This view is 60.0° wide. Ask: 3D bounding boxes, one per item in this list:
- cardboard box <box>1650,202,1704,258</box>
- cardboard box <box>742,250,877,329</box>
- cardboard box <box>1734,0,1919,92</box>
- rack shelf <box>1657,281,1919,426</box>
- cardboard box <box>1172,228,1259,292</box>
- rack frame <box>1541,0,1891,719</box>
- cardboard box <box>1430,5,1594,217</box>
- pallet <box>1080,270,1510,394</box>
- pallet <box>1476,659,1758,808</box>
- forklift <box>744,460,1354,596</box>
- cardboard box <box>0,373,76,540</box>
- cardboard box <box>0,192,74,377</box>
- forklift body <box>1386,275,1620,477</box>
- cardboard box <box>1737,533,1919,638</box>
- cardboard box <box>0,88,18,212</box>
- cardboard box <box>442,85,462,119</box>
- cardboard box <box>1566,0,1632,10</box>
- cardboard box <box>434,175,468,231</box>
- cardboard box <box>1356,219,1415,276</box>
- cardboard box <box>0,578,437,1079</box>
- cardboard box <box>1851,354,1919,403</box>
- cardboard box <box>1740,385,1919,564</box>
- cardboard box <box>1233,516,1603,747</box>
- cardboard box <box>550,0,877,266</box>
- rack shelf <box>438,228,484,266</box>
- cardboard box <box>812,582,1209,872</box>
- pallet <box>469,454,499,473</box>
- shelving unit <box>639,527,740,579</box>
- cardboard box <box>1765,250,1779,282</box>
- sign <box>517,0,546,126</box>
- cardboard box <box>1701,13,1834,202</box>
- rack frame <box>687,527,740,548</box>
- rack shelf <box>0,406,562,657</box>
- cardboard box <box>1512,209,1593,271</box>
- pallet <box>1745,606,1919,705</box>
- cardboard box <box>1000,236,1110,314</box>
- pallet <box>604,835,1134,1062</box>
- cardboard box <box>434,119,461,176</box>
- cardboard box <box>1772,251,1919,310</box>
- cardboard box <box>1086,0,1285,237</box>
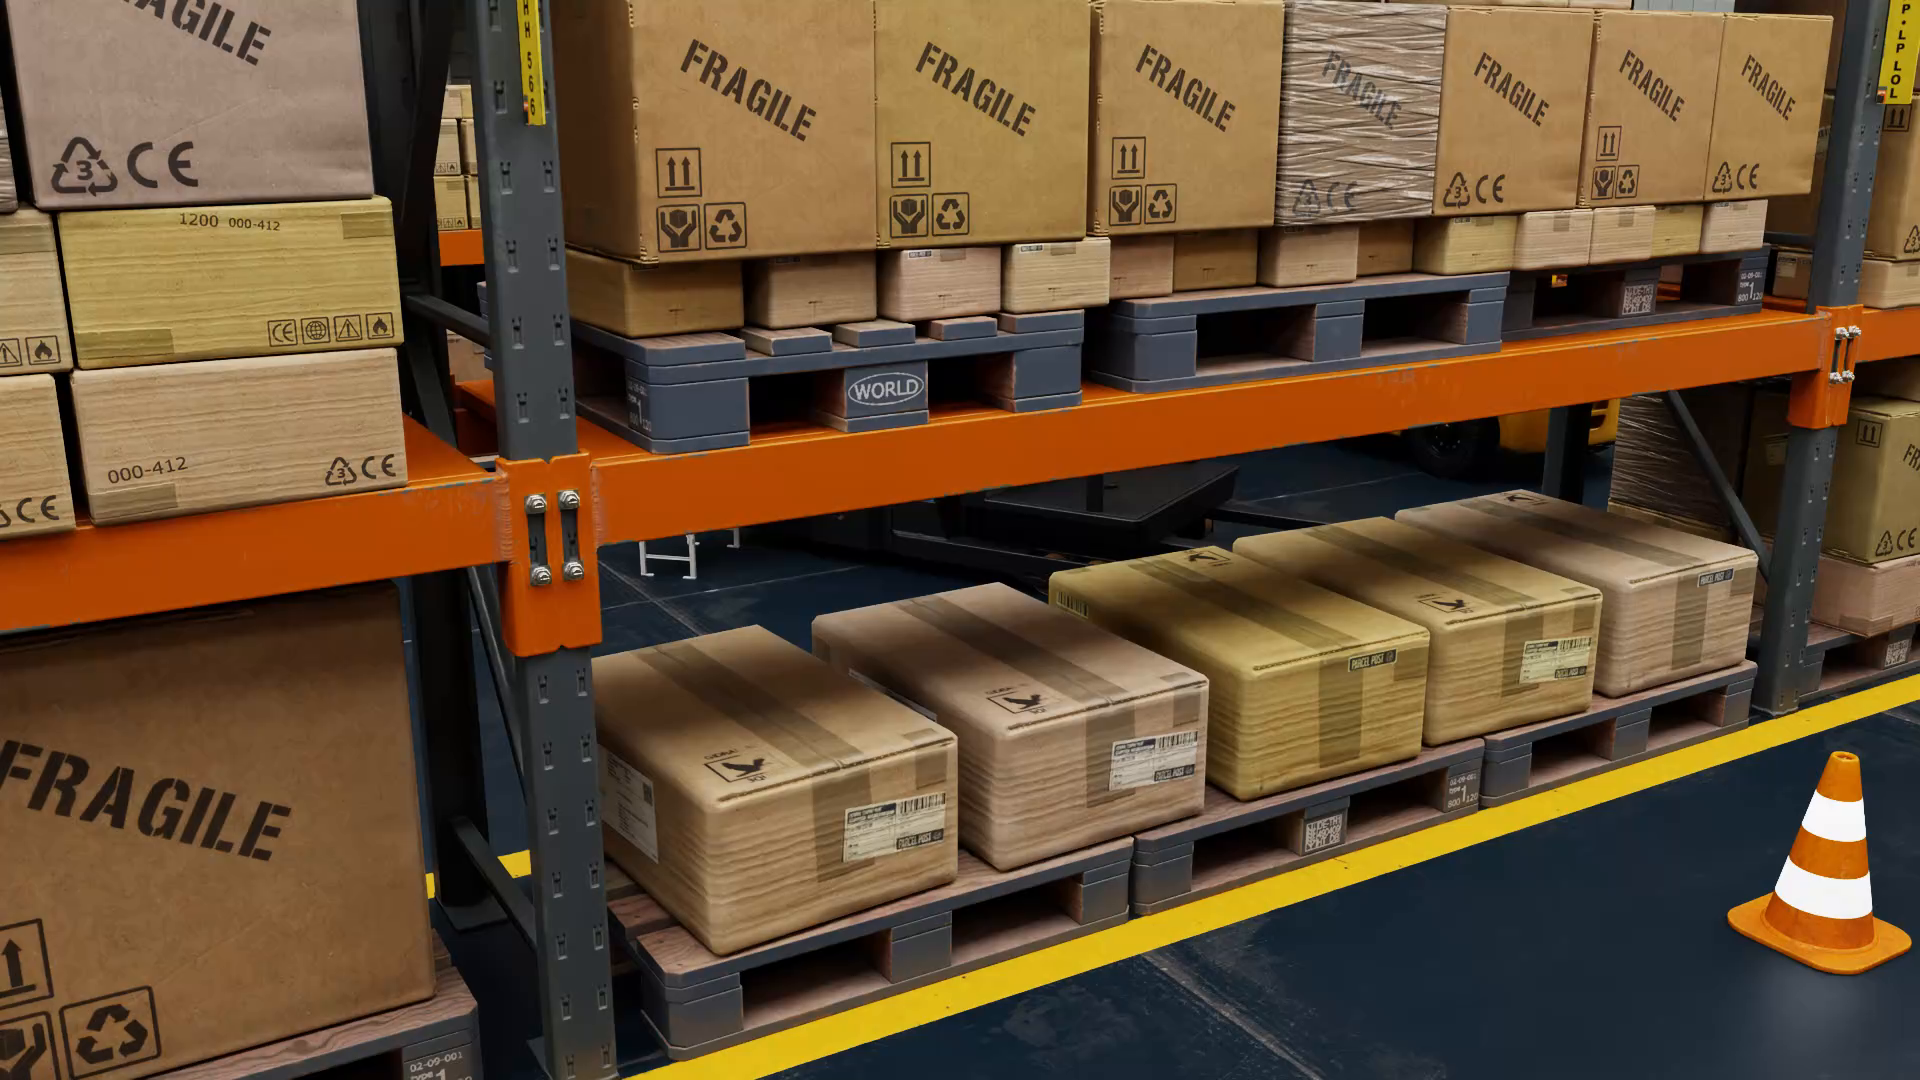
[{"bbox_3d":[1.882,-0.904,4.766,0.250,0.149,0.380,-10,18,-31],"label":"cardboard box"},{"bbox_3d":[-0.379,-0.550,3.502,0.250,0.149,0.380,-11,19,-33],"label":"cardboard box"},{"bbox_3d":[2.905,-1.675,5.239,0.500,0.500,0.700,-9,18,-30],"label":"cardboard box"},{"bbox_3d":[4.130,-0.923,6.477,4.000,0.370,1.077,-9,18,-30],"label":"rack shelf"},{"bbox_3d":[0.514,-0.711,4.075,0.250,0.149,0.380,-8,18,-28],"label":"cardboard box"},{"bbox_3d":[2.416,-0.991,5.388,0.127,3.000,1.000,-9,18,-30],"label":"rack frame"},{"bbox_3d":[1.268,-1.128,4.361,0.500,0.500,0.500,-9,18,-28],"label":"cardboard box"},{"bbox_3d":[0.663,-0.627,4.446,1.213,0.211,1.003,-9,18,-30],"label":"pallet"},{"bbox_3d":[1.749,0.460,5.377,1.213,0.211,1.003,-9,18,-30],"label":"pallet"},{"bbox_3d":[0.540,-1.327,6.715,3.031,2.935,1.130,9,18,29],"label":"forklift"},{"bbox_3d":[-1.742,-0.158,2.693,0.500,0.250,0.500,-9,18,-29],"label":"cardboard box"},{"bbox_3d":[-1.735,-0.405,2.650,0.500,0.250,0.500,-10,18,-31],"label":"cardboard box"},{"bbox_3d":[2.599,-1.601,9.135,1.214,2.155,2.313,-9,18,-30],"label":"forklift body"},{"bbox_3d":[3.061,0.111,5.772,0.500,0.250,0.500,-10,19,-32],"label":"cardboard box"},{"bbox_3d":[-1.757,-0.759,2.522,0.500,0.500,0.500,-9,18,-29],"label":"cardboard box"},{"bbox_3d":[-2.495,-2.038,7.735,0.250,0.149,0.380,-9,18,-29],"label":"cardboard box"},{"bbox_3d":[1.552,-1.482,4.422,0.250,0.149,0.380,-10,18,-31],"label":"cardboard box"},{"bbox_3d":[-2.633,-1.585,7.783,0.500,0.250,0.500,-10,18,-31],"label":"cardboard box"},{"bbox_3d":[0.956,-0.786,4.342,0.250,0.149,0.380,-10,18,-32],"label":"cardboard box"},{"bbox_3d":[-1.648,0.463,3.361,0.875,0.875,0.875,-9,18,-30],"label":"cardboard box"},{"bbox_3d":[3.199,-0.566,5.596,0.250,0.149,0.380,-9,18,-29],"label":"cardboard box"},{"bbox_3d":[3.061,-0.250,5.671,0.500,0.500,0.500,-8,18,-27],"label":"cardboard box"},{"bbox_3d":[1.353,0.246,5.064,0.625,0.372,0.950,-8,18,-26],"label":"cardboard box"},{"bbox_3d":[-0.508,-0.838,3.326,0.500,0.500,0.500,-10,18,-31],"label":"cardboard box"},{"bbox_3d":[-1.858,-1.515,8.588,4.000,0.370,1.077,-9,18,-30],"label":"rack shelf"},{"bbox_3d":[0.105,0.447,4.347,0.625,0.372,0.950,-10,18,-31],"label":"cardboard box"},{"bbox_3d":[-2.847,-0.346,8.252,1.213,0.211,1.003,-9,18,-30],"label":"pallet"},{"bbox_3d":[-1.144,-0.489,6.932,0.258,1.200,0.503,4,16,13],"label":"shelving unit"},{"bbox_3d":[2.745,-1.022,5.962,0.250,0.149,0.380,-9,18,-28],"label":"cardboard box"},{"bbox_3d":[-0.724,-0.865,2.792,0.005,0.325,0.100,-9,18,-30],"label":"sign"},{"bbox_3d":[2.138,-1.267,4.859,0.500,0.500,0.500,-10,18,-31],"label":"cardboard box"},{"bbox_3d":[-1.085,-0.553,7.160,0.240,1.200,0.015,4,16,13],"label":"rack frame"},{"bbox_3d":[-2.727,0.189,2.510,4.000,0.370,1.077,-9,18,-30],"label":"rack shelf"},{"bbox_3d":[1.463,-0.824,4.479,0.250,0.149,0.380,-9,18,-29],"label":"cardboard box"},{"bbox_3d":[2.973,0.250,6.127,1.213,0.211,1.003,-9,18,-30],"label":"pallet"},{"bbox_3d":[0.126,-0.611,3.719,0.250,0.149,0.380,-9,18,-29],"label":"cardboard box"},{"bbox_3d":[-0.342,0.799,4.167,1.213,0.211,1.003,-9,18,-30],"label":"pallet"},{"bbox_3d":[-2.636,-1.826,7.718,0.500,0.250,0.500,-9,18,-28],"label":"cardboard box"},{"bbox_3d":[2.851,-0.840,5.313,0.250,0.149,0.380,-9,18,-30],"label":"cardboard box"},{"bbox_3d":[0.387,-0.987,3.859,0.500,0.500,0.500,-9,18,-29],"label":"cardboard box"}]
